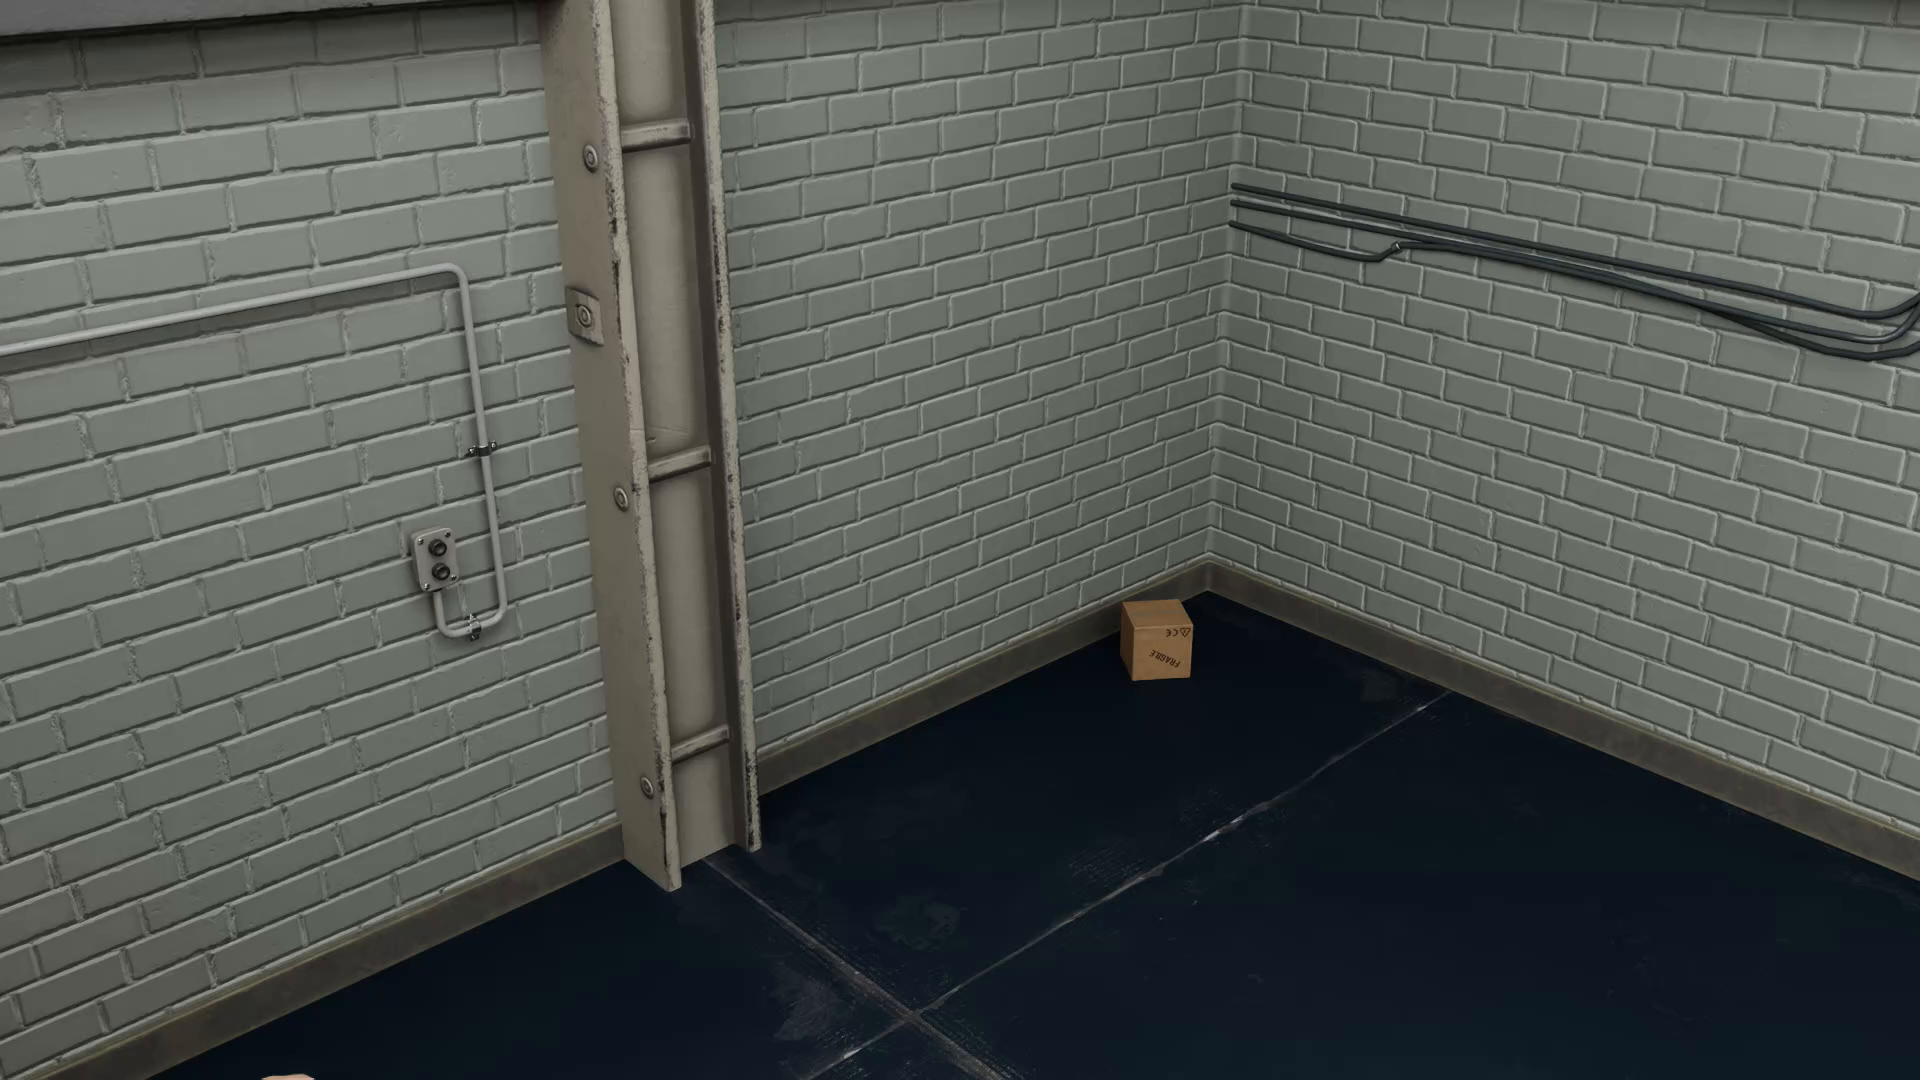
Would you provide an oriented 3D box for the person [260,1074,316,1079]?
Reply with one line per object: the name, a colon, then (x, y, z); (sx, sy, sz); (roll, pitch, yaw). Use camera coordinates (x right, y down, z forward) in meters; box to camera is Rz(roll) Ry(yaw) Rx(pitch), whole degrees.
person: (-0.967, 1.614, 2.512); (0.602, 1.819, 0.841); (12, 26, 24)
